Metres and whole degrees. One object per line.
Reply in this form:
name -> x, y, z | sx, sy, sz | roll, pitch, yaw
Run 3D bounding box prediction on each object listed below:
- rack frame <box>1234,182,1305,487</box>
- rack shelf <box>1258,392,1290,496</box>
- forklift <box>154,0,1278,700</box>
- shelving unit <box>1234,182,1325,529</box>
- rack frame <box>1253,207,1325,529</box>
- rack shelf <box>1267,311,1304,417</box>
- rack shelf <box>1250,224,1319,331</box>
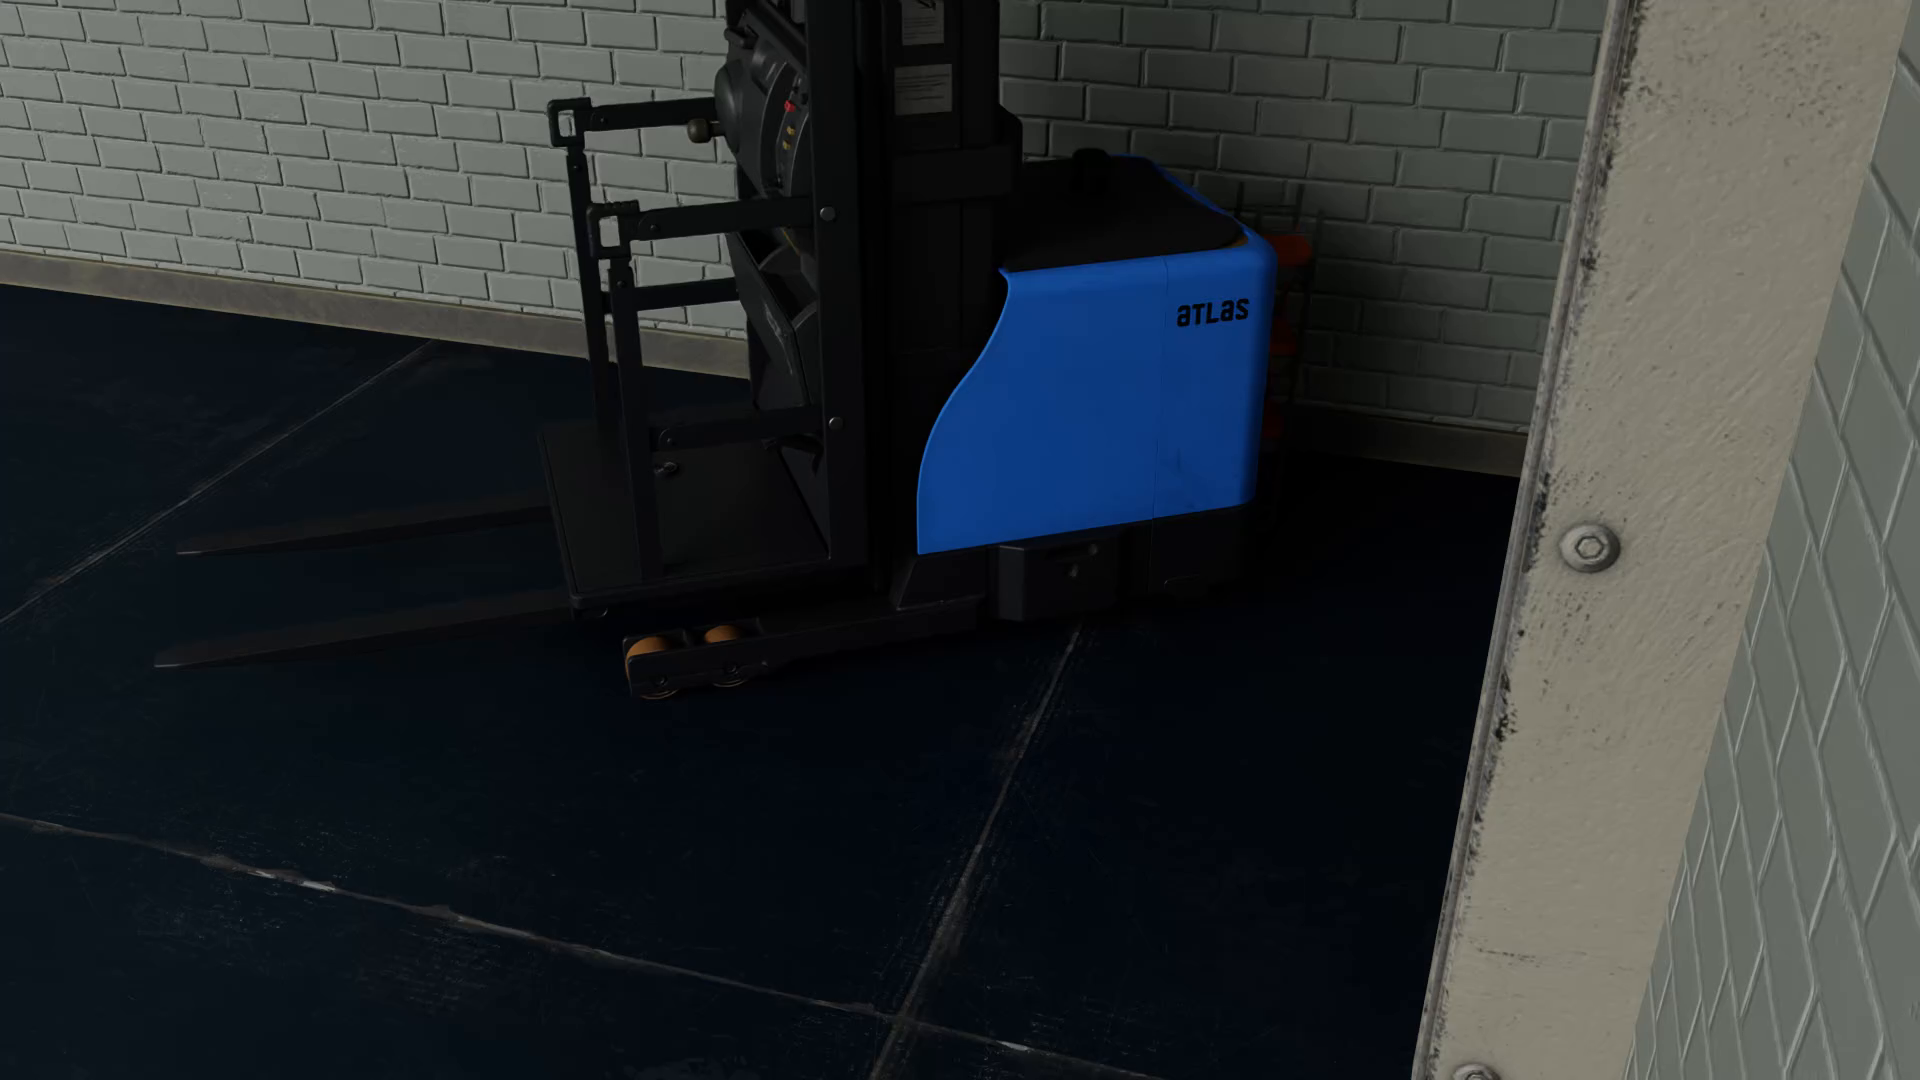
rack frame -> 0.913, -0.617, 5.268 | 0.200, 1.050, 0.008 | 1, 29, -5
rack shelf -> 0.905, -0.306, 5.301 | 0.215, 0.259, 0.240 | 1, 29, -5
forklift -> -0.698, -1.139, 4.282 | 3.031, 2.935, 1.130 | -9, 30, -15
shelving unit -> 0.920, -0.558, 5.161 | 0.215, 1.050, 0.252 | 1, 29, -5
rack frame -> 0.928, -0.499, 5.055 | 0.200, 1.050, 0.008 | 1, 29, -5
rack shelf -> 0.920, -0.549, 5.167 | 0.215, 0.259, 0.240 | 1, 29, -5
rack shelf -> 0.935, -0.797, 5.029 | 0.215, 0.259, 0.240 | 1, 29, -5
